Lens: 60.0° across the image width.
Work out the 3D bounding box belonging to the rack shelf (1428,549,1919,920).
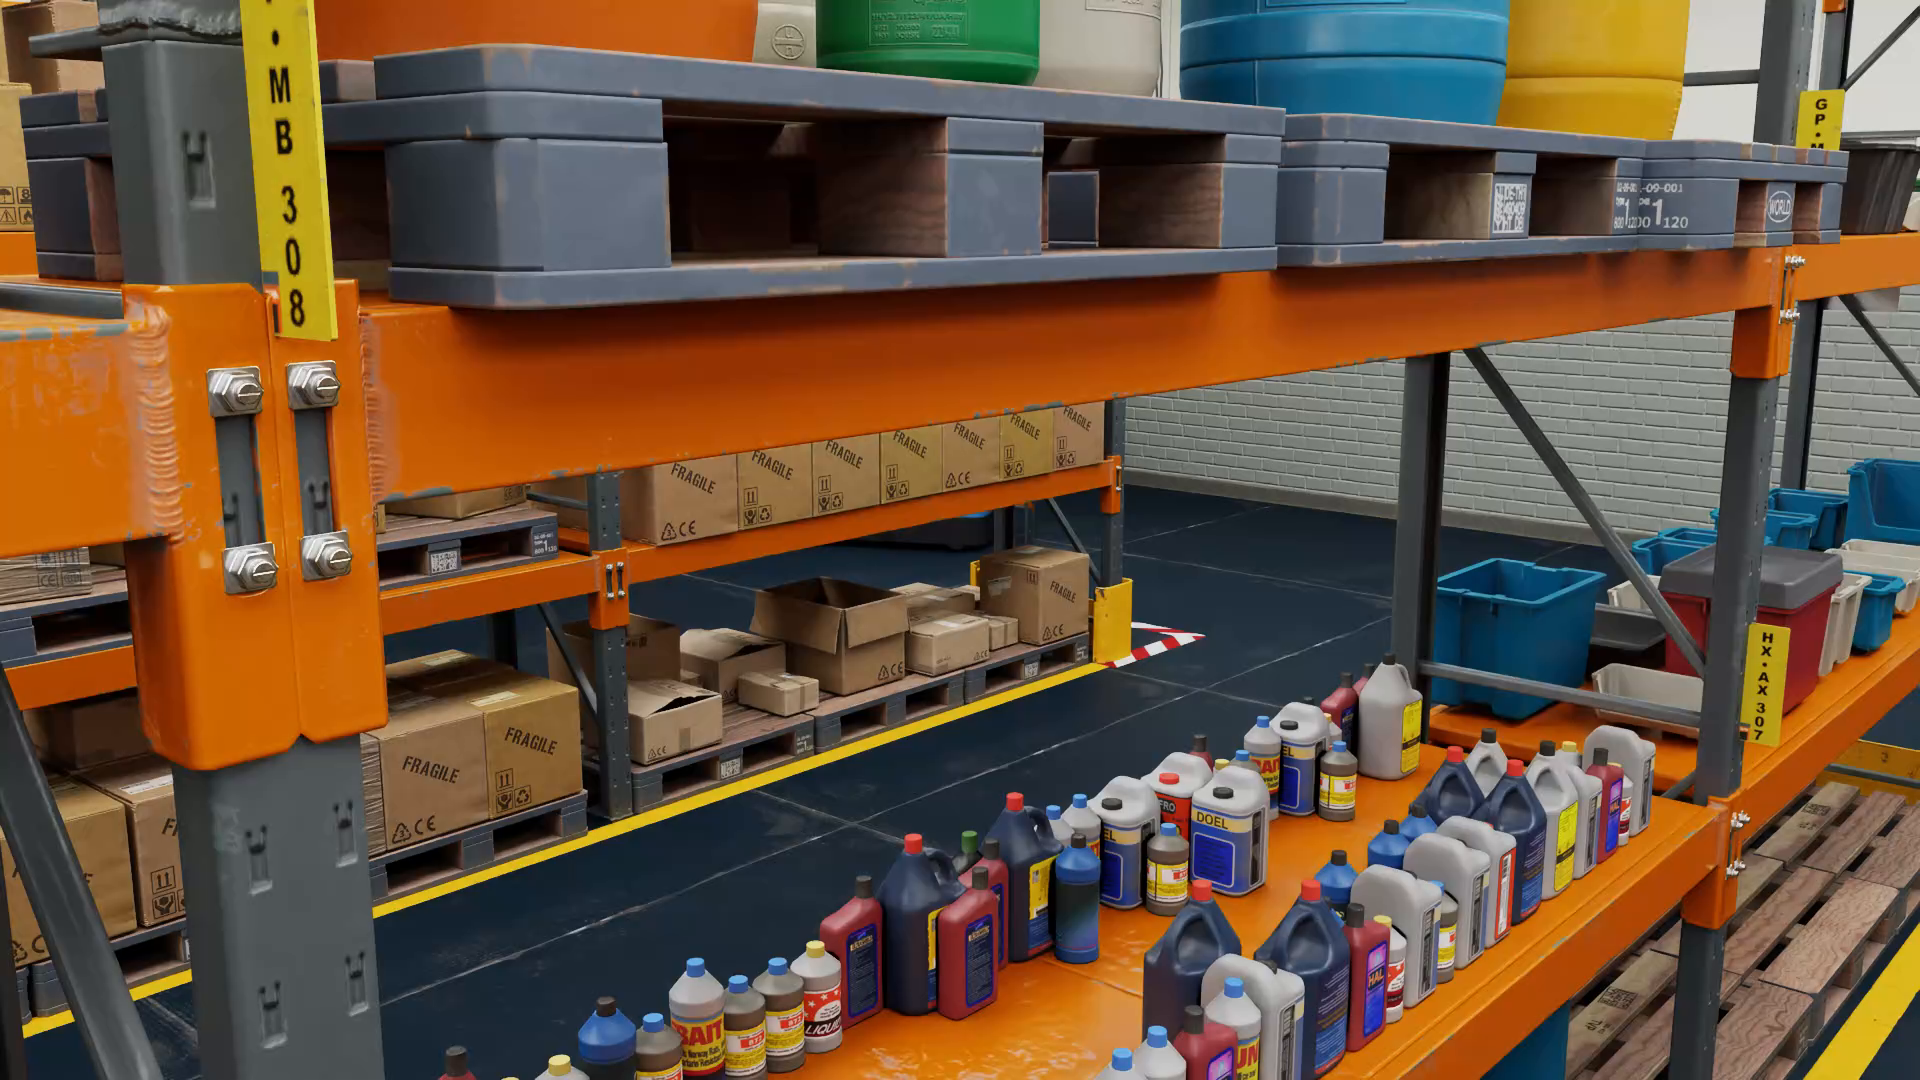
[{"bbox_3d":[3.046,0.508,6.348,1.077,0.370,4.000,10,15,40],"label":"rack shelf"}]

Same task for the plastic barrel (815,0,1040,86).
[{"bbox_3d":[-0.043,-0.689,2.170,0.294,0.245,0.294,0,11,0],"label":"plastic barrel"}]

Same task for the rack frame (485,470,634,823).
[{"bbox_3d":[-1.993,-0.192,8.013,1.000,3.000,0.127,10,15,40],"label":"rack frame"}]

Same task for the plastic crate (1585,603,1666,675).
[{"bbox_3d":[2.263,0.355,5.824,0.437,0.125,0.590,10,15,40],"label":"plastic crate"}]

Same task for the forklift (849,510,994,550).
[{"bbox_3d":[-1.122,-1.491,14.695,3.031,2.935,1.130,3,12,15],"label":"forklift"}]

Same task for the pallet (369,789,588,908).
[{"bbox_3d":[-2.501,1.300,7.663,1.003,0.211,1.213,10,15,40],"label":"pallet"}]

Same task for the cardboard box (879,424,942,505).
[{"bbox_3d":[-0.449,-0.505,9.324,0.500,0.500,0.500,9,15,40],"label":"cardboard box"}]

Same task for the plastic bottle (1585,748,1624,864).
[{"bbox_3d":[1.590,0.646,4.116,0.061,0.283,0.133,10,15,40],"label":"plastic bottle"}]

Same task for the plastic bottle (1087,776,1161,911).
[{"bbox_3d":[0.370,0.699,3.869,0.152,0.276,0.135,10,15,40],"label":"plastic bottle"}]

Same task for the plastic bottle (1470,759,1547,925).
[{"bbox_3d":[1.243,0.678,3.784,0.144,0.351,0.185,10,15,40],"label":"plastic bottle"}]

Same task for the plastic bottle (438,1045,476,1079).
[{"bbox_3d":[-0.816,0.946,2.613,0.061,0.283,0.133,10,15,40],"label":"plastic bottle"}]

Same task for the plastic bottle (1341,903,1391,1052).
[{"bbox_3d":[0.774,0.828,3.206,0.061,0.283,0.133,10,15,40],"label":"plastic bottle"}]

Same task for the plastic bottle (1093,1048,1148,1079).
[{"bbox_3d":[0.257,0.944,2.657,0.097,0.271,0.097,0,11,0],"label":"plastic bottle"}]

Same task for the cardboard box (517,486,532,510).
[{"bbox_3d":[-3.793,-0.211,13.418,0.700,0.500,0.500,10,15,40],"label":"cardboard box"}]

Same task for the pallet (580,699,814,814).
[{"bbox_3d":[-1.539,1.075,8.792,1.003,0.211,1.213,10,15,40],"label":"pallet"}]

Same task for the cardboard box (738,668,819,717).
[{"bbox_3d":[-0.990,0.819,9.061,0.380,0.166,0.250,10,15,40],"label":"cardboard box"}]

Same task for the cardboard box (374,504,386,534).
[{"bbox_3d":[-2.880,-0.297,7.211,0.500,0.500,0.700,-9,15,-39],"label":"cardboard box"}]

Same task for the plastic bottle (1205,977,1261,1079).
[{"bbox_3d":[0.473,0.895,2.898,0.097,0.271,0.097,0,11,0],"label":"plastic bottle"}]

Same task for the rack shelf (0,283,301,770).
[{"bbox_3d":[-2.235,0.214,0.161,1.077,0.370,4.000,10,15,40],"label":"rack shelf"}]

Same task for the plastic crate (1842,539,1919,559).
[{"bbox_3d":[3.964,0.104,7.053,0.396,0.136,0.243,10,15,40],"label":"plastic crate"}]

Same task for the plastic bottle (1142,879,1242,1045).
[{"bbox_3d":[0.434,0.813,3.108,0.144,0.351,0.185,10,15,40],"label":"plastic bottle"}]

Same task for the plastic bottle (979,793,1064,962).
[{"bbox_3d":[0.133,0.714,3.603,0.144,0.351,0.185,10,15,40],"label":"plastic bottle"}]

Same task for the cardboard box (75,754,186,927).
[{"bbox_3d":[-3.101,1.148,6.562,0.500,0.500,0.500,9,14,38],"label":"cardboard box"}]

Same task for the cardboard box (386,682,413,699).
[{"bbox_3d":[-2.839,0.938,7.616,0.500,0.500,0.500,10,15,41],"label":"cardboard box"}]

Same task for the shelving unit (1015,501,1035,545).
[{"bbox_3d":[0.507,-0.571,14.505,0.258,1.200,0.189,4,12,20],"label":"shelving unit"}]

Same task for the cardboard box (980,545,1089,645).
[{"bbox_3d":[0.474,0.342,10.602,0.500,0.500,0.500,10,15,40],"label":"cardboard box"}]

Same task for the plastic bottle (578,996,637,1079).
[{"bbox_3d":[-0.598,0.909,2.831,0.097,0.271,0.097,0,11,0],"label":"plastic bottle"}]

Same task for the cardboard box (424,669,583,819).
[{"bbox_3d":[-2.103,0.928,7.666,0.500,0.500,0.500,10,15,40],"label":"cardboard box"}]

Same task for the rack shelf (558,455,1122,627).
[{"bbox_3d":[-0.672,-0.133,9.557,1.077,0.370,4.000,10,15,40],"label":"rack shelf"}]

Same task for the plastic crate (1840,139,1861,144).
[{"bbox_3d":[3.151,-1.391,6.516,0.504,0.338,0.767,10,15,40],"label":"plastic crate"}]

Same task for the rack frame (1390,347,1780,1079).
[{"bbox_3d":[1.726,0.449,4.804,1.000,3.000,0.127,10,15,40],"label":"rack frame"}]

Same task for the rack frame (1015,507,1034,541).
[{"bbox_3d":[0.538,-0.587,14.589,0.240,1.200,0.006,4,12,20],"label":"rack frame"}]

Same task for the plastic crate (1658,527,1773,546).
[{"bbox_3d":[3.087,0.101,6.823,0.416,0.233,0.300,10,15,40],"label":"plastic crate"}]

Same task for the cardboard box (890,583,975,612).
[{"bbox_3d":[-0.254,0.469,10.601,0.500,0.250,0.500,10,15,40],"label":"cardboard box"}]

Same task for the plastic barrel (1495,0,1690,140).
[{"bbox_3d":[1.276,-1.160,3.647,0.600,0.588,0.600,0,11,0],"label":"plastic barrel"}]

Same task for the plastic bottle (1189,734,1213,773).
[{"bbox_3d":[0.577,0.636,4.167,0.061,0.283,0.133,10,15,40],"label":"plastic bottle"}]

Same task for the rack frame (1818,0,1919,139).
[{"bbox_3d":[4.366,-3.081,7.163,1.000,3.000,0.127,10,15,40],"label":"rack frame"}]

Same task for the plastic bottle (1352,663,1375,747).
[{"bbox_3d":[1.163,0.505,4.822,0.061,0.283,0.133,10,15,40],"label":"plastic bottle"}]

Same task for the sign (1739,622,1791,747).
[{"bbox_3d":[2.138,0.385,4.420,0.100,0.325,0.005,10,15,40],"label":"sign"}]

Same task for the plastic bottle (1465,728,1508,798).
[{"bbox_3d":[1.256,0.632,4.013,0.144,0.351,0.185,10,15,40],"label":"plastic bottle"}]

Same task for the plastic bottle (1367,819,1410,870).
[{"bbox_3d":[0.939,0.746,3.645,0.097,0.271,0.097,0,11,0],"label":"plastic bottle"}]

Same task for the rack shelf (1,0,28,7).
[{"bbox_3d":[-7.036,-2.931,9.266,1.077,0.370,4.000,10,15,40],"label":"rack shelf"}]

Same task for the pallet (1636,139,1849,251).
[{"bbox_3d":[1.282,-0.801,3.888,1.213,0.211,1.003,10,15,40],"label":"pallet"}]

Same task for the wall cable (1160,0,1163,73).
[{"bbox_3d":[2.958,-5.752,15.569,3.097,2.526,0.112,10,15,40],"label":"wall cable"}]

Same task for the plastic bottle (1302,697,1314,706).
[{"bbox_3d":[0.948,0.564,4.556,0.097,0.271,0.097,0,11,0],"label":"plastic bottle"}]

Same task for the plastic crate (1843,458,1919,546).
[{"bbox_3d":[4.285,-0.113,7.374,0.616,0.435,0.499,10,15,40],"label":"plastic crate"}]

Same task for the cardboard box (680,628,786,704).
[{"bbox_3d":[-1.335,0.680,9.389,0.500,0.311,0.500,10,15,40],"label":"cardboard box"}]

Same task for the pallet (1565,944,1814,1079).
[{"bbox_3d":[2.182,1.703,5.644,1.003,0.211,1.213,10,15,40],"label":"pallet"}]

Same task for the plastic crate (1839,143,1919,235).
[{"bbox_3d":[2.752,-1.105,5.261,0.497,0.269,0.590,10,15,40],"label":"plastic crate"}]

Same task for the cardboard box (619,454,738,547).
[{"bbox_3d":[-1.452,-0.281,8.203,0.500,0.500,0.500,10,15,42],"label":"cardboard box"}]

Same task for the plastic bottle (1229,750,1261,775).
[{"bbox_3d":[0.731,0.647,4.320,0.097,0.201,0.097,0,11,0],"label":"plastic bottle"}]

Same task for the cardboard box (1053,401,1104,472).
[{"bbox_3d":[0.557,-0.728,10.444,0.500,0.500,0.500,10,15,42],"label":"cardboard box"}]

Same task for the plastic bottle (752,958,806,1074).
[{"bbox_3d":[-0.340,0.886,3.125,0.097,0.201,0.097,0,11,0],"label":"plastic bottle"}]

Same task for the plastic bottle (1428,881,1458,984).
[{"bbox_3d":[0.989,0.815,3.481,0.097,0.201,0.097,0,11,0],"label":"plastic bottle"}]

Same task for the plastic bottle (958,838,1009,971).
[{"bbox_3d":[0.042,0.773,3.480,0.061,0.283,0.133,10,15,40],"label":"plastic bottle"}]

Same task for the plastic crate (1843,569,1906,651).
[{"bbox_3d":[3.203,0.249,6.082,0.416,0.233,0.300,10,15,40],"label":"plastic crate"}]

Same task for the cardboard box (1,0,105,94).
[{"bbox_3d":[-3.259,-1.706,6.351,0.600,0.600,0.600,9,14,38],"label":"cardboard box"}]

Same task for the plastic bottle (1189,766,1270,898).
[{"bbox_3d":[0.637,0.685,3.941,0.152,0.276,0.135,10,15,40],"label":"plastic bottle"}]
